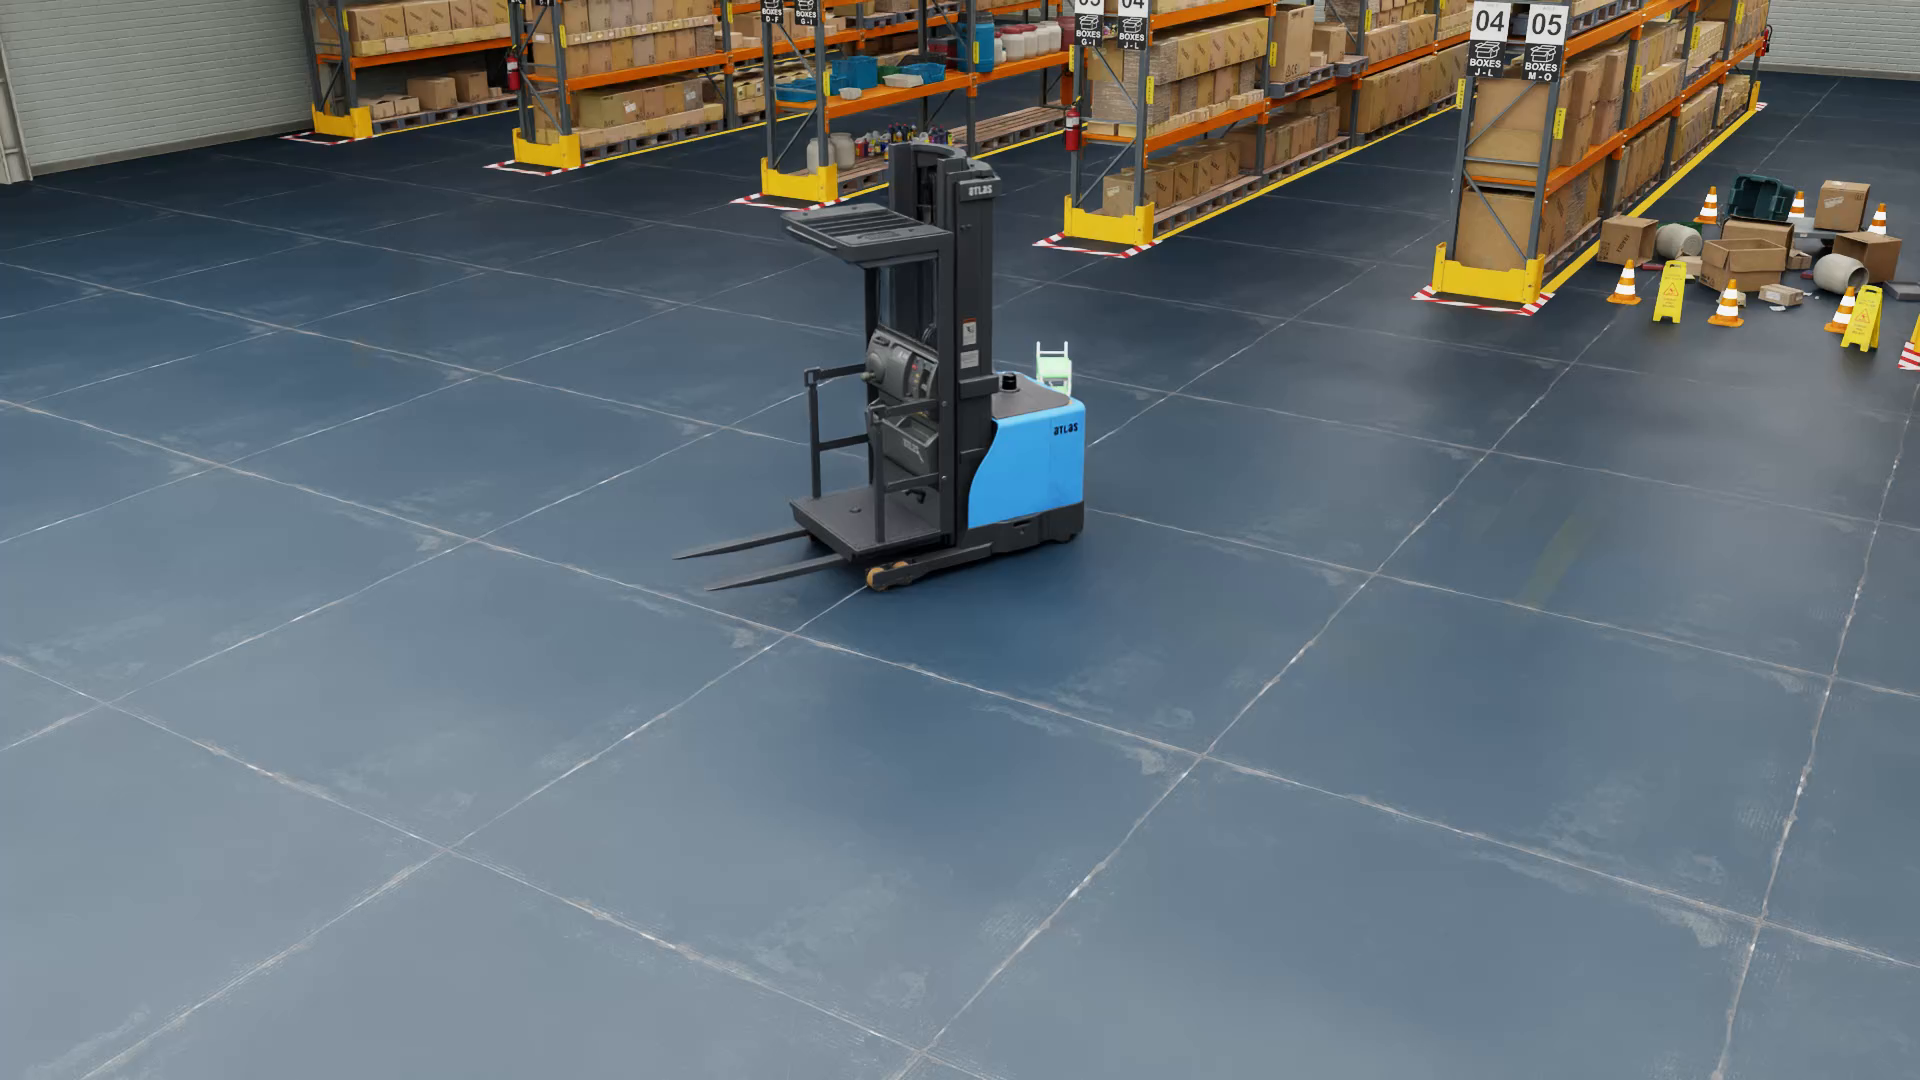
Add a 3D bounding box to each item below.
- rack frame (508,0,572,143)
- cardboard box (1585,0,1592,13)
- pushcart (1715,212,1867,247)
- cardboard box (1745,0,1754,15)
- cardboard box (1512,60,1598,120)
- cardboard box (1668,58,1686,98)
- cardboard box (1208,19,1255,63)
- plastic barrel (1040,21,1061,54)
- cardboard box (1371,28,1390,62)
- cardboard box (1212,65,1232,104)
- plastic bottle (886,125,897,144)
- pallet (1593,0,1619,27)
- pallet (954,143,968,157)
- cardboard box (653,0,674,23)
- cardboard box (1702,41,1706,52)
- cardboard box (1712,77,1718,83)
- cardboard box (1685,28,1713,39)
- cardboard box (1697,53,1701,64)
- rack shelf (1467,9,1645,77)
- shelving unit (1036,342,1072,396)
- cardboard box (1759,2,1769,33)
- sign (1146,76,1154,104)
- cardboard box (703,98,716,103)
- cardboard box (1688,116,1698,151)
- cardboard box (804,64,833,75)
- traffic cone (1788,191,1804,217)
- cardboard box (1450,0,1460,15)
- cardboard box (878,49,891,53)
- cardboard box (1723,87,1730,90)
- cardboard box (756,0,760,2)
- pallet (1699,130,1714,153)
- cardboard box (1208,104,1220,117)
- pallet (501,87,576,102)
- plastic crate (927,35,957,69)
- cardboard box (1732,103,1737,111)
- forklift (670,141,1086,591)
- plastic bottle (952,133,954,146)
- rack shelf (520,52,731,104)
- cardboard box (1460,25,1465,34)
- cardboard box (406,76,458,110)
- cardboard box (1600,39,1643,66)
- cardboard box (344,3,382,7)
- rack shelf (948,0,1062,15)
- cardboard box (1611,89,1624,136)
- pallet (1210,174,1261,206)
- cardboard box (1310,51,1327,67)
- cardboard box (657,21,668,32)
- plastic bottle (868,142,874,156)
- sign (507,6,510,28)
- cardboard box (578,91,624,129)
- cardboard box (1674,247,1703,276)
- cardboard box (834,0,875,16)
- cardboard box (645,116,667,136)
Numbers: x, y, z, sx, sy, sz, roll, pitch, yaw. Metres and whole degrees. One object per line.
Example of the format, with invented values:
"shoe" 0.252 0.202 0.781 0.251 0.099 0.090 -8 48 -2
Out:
"rack frame" -6.526 -7.366 25.826 1.000 3.000 0.127 14 27 29
"cardboard box" 6.768 -5.935 18.405 0.380 0.149 0.250 14 27 29
"pushcart" 10.454 -3.820 20.935 1.648 0.377 0.936 5 24 11
"cardboard box" 13.376 -9.350 28.649 0.500 0.500 0.500 14 27 30
"cardboard box" 6.900 -5.263 19.418 0.875 0.550 0.550 14 27 29
"cardboard box" 10.259 -6.753 24.284 0.500 0.500 0.500 14 27 29
"cardboard box" 3.732 -6.902 22.994 0.500 0.500 0.500 14 27 29
"plastic barrel" 1.539 -8.686 28.735 0.421 0.512 0.421 0 23 0
"cardboard box" 6.866 -8.317 27.895 0.500 0.500 0.500 13 27 28
"cardboard box" 3.236 -6.331 22.935 0.875 0.500 0.500 14 27 29
"plastic bottle" -1.088 -6.414 26.407 0.144 0.351 0.185 13 26 27
"pallet" 7.074 -6.217 19.508 1.003 0.211 1.213 14 27 29
"pallet" -0.600 -6.179 26.594 1.003 0.211 1.213 14 27 29
"cardboard box" -5.175 -8.867 27.533 0.700 0.500 0.500 14 27 29
"cardboard box" 11.511 -7.778 26.189 0.380 0.149 0.250 15 28 31
"cardboard box" 13.880 -8.549 30.870 0.380 0.149 0.250 14 27 30
"cardboard box" 11.783 -8.091 26.539 0.380 0.149 0.250 13 27 27
"cardboard box" 11.374 -7.550 26.037 0.380 0.149 0.250 14 27 30
"rack shelf" 7.103 -5.937 19.654 1.077 0.370 4.000 14 27 29
"shelving unit" 0.733 -0.920 13.200 0.258 1.200 0.503 0 23 0
"cardboard box" 14.470 -9.593 30.468 0.500 0.500 0.500 14 27 30
"sign" 2.349 -5.573 20.593 0.100 0.325 0.005 14 27 29
"cardboard box" -4.444 -7.848 29.871 0.500 0.250 0.500 14 27 28
"cardboard box" 11.387 -6.491 26.422 0.500 0.500 0.500 13 27 28
"cardboard box" -2.642 -8.850 31.479 0.500 0.311 0.500 13 27 28
"traffic cone" 11.185 -4.418 22.208 0.336 0.463 0.334 14 27 29
"cardboard box" 8.954 -10.024 30.835 0.500 0.500 0.500 14 27 29
"cardboard box" -1.739 -9.661 33.718 0.500 0.500 0.500 13 27 27
"cardboard box" 13.419 -7.943 29.469 0.380 0.149 0.250 13 26 27
"cardboard box" -4.632 -12.006 36.834 0.380 0.149 0.250 15 27 31
"pallet" 11.969 -6.723 27.850 1.003 0.211 1.213 14 27 29
"cardboard box" 3.331 -5.887 22.724 0.380 0.149 0.250 14 27 29
"pallet" -8.217 -8.737 32.501 1.003 0.211 1.213 14 27 29
"plastic crate" -0.214 -7.934 27.057 0.402 0.464 0.583 14 27 29
"cardboard box" 13.764 -7.826 29.948 0.380 0.149 0.250 14 27 30
"forklift" -0.588 -1.223 11.722 3.031 2.935 1.130 -13 27 -28
"plastic bottle" -0.137 -6.407 26.579 0.097 0.201 0.097 0 23 0
"rack shelf" -5.471 -7.711 27.528 1.077 0.370 4.000 14 27 29
"cardboard box" 9.340 -9.692 31.514 0.380 0.149 0.250 14 27 30
"cardboard box" -9.565 -8.102 30.118 0.700 0.500 0.500 12 26 26
"cardboard box" 8.685 -6.413 22.240 0.700 0.500 0.500 13 27 28
"cardboard box" -10.395 -9.059 28.956 0.500 0.500 0.500 14 27 30
"rack shelf" 0.859 -11.761 36.884 1.077 0.370 4.000 14 27 29
"cardboard box" 7.974 -5.507 21.343 0.875 0.550 0.550 14 27 29
"pallet" 3.674 -5.125 24.159 1.003 0.211 1.213 14 27 29
"cardboard box" 5.458 -7.501 25.777 0.396 0.266 0.258 13 27 27
"cardboard box" -5.049 -8.495 27.491 0.380 0.149 0.250 15 27 30
"plastic bottle" -1.378 -6.063 25.783 0.097 0.201 0.097 0 23 0
"sign" -6.980 -8.125 25.822 0.100 0.325 0.005 14 27 29
"cardboard box" -5.792 -6.945 26.841 0.500 0.500 0.500 14 27 29
"cardboard box" 8.816 -3.345 19.978 0.396 0.266 0.258 20 30 38
"cardboard box" -2.070 -10.541 32.505 0.700 0.500 0.500 5 24 11
"cardboard box" -5.262 -6.938 27.768 0.500 0.250 0.500 14 27 29
